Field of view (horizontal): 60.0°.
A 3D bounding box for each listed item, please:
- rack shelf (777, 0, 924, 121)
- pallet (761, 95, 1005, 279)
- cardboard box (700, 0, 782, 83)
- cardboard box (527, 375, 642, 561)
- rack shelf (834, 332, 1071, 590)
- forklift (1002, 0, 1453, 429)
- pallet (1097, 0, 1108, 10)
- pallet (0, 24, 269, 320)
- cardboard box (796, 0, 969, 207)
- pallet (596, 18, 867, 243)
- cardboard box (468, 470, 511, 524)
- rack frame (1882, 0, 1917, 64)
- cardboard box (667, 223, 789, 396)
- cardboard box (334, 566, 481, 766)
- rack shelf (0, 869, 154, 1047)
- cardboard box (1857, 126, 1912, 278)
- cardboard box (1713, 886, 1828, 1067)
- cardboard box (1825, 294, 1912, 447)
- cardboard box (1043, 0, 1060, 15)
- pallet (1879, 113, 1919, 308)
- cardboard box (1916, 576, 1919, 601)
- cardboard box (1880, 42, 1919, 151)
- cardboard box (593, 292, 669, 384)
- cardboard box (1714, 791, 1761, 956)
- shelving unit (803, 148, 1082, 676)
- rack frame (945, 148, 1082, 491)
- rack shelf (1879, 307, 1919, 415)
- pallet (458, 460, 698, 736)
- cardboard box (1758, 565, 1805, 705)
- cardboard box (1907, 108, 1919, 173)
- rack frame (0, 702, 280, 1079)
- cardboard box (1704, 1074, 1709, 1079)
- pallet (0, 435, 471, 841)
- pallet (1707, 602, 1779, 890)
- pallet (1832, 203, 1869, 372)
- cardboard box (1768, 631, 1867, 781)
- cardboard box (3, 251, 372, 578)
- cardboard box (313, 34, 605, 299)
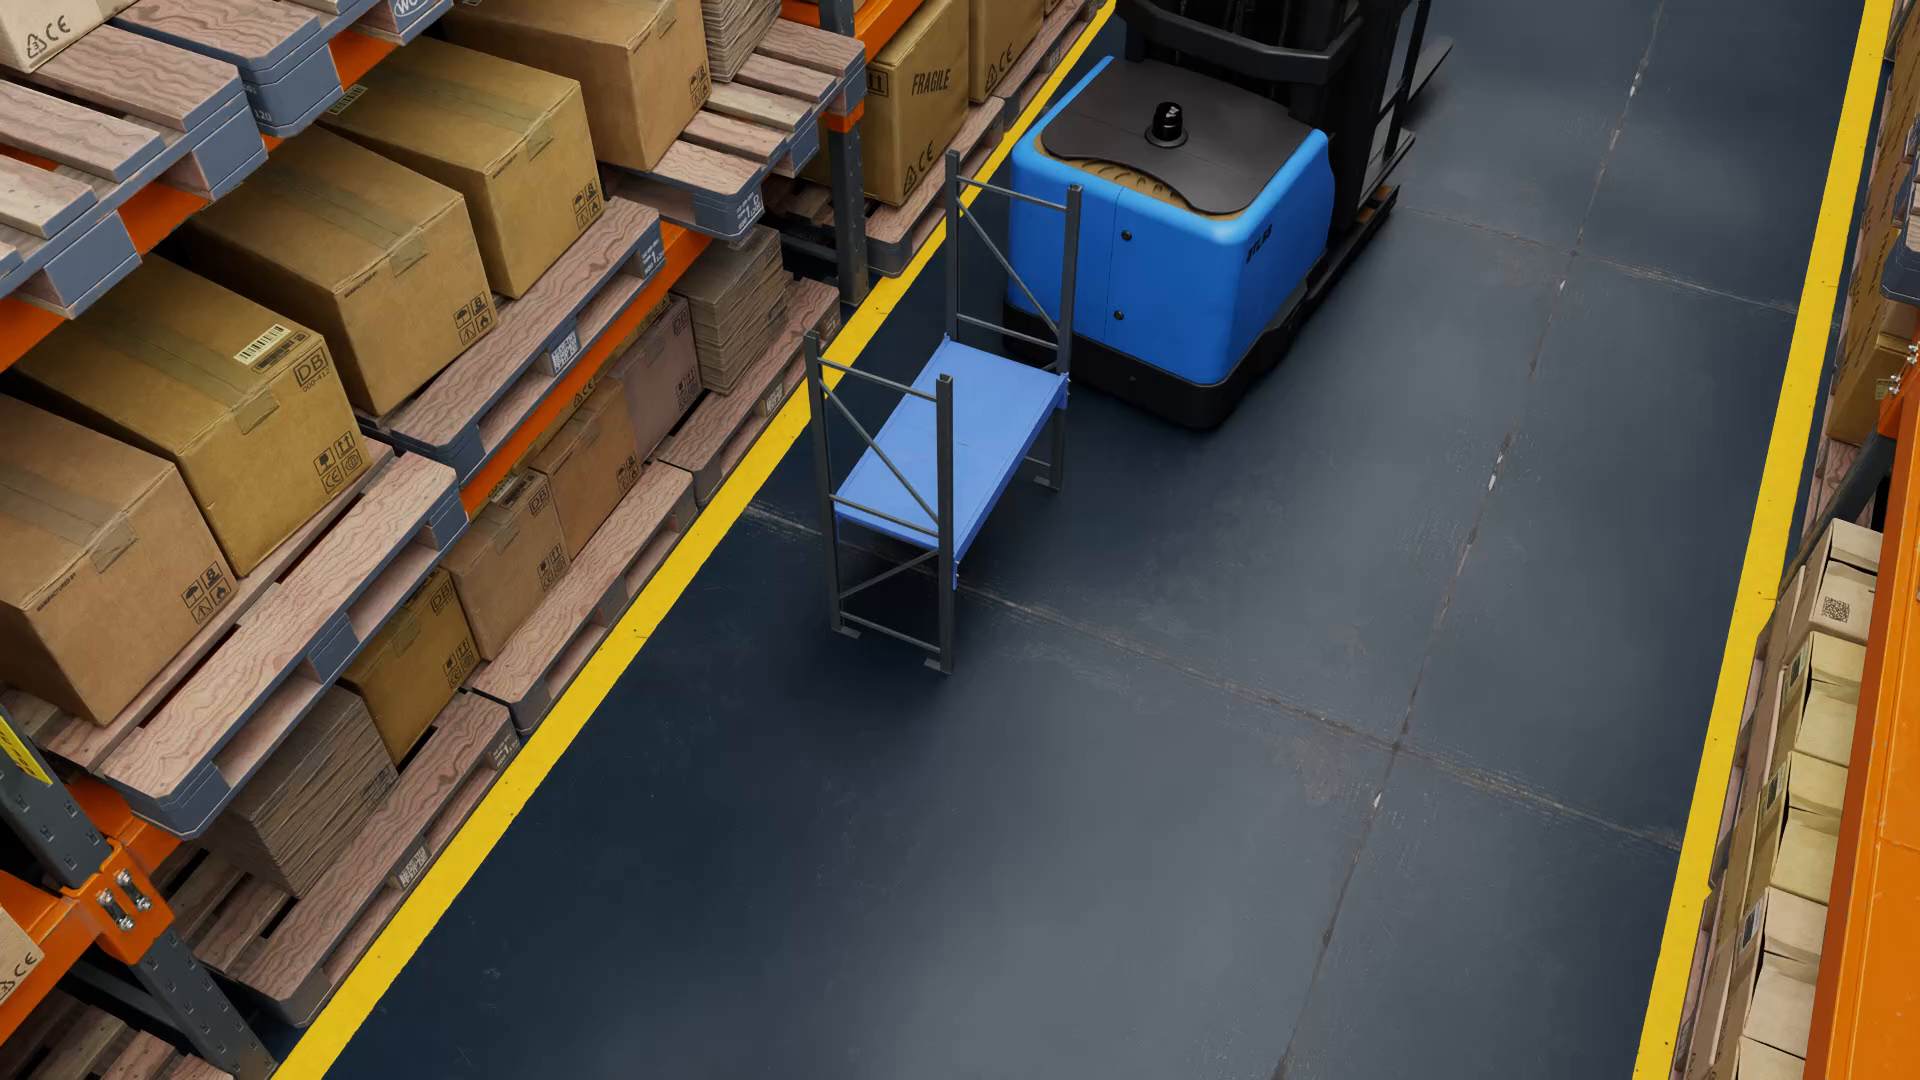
[{"bbox_3d":[-0.032,-3.356,7.924,1.077,0.370,4.000,20,52,16],"label":"rack shelf"},{"bbox_3d":[-0.482,-1.827,7.981,1.003,0.211,1.213,20,52,16],"label":"pallet"},{"bbox_3d":[-1.078,-2.060,5.994,0.700,0.500,0.500,14,51,12],"label":"cardboard box"},{"bbox_3d":[-1.659,-0.364,6.257,0.700,0.500,0.500,20,52,16],"label":"cardboard box"},{"bbox_3d":[-0.036,-0.311,6.081,0.538,0.185,1.000,20,52,16],"label":"rack shelf"},{"bbox_3d":[1.403,-2.517,6.782,1.130,2.935,3.031,26,54,21],"label":"forklift"},{"bbox_3d":[0.561,-3.507,9.411,1.003,0.211,1.213,20,52,16],"label":"pallet"},{"bbox_3d":[-2.235,-0.759,3.395,1.213,0.211,1.003,20,52,16],"label":"pallet"},{"bbox_3d":[-0.454,-2.115,7.531,0.750,0.750,0.750,19,52,16],"label":"cardboard box"},{"bbox_3d":[-1.095,-1.625,6.104,1.213,0.211,1.003,20,52,16],"label":"pallet"},{"bbox_3d":[-1.892,-0.209,5.634,0.500,0.250,0.500,18,52,15],"label":"cardboard box"},{"bbox_3d":[5.303,-3.357,7.452,1.000,3.000,0.127,20,52,16],"label":"rack frame"},{"bbox_3d":[-1.147,-1.032,6.826,0.700,0.500,0.500,20,53,17],"label":"cardboard box"},{"bbox_3d":[-2.121,0.325,5.671,0.700,0.500,0.500,19,52,15],"label":"cardboard box"},{"bbox_3d":[-3.450,2.153,3.236,1.077,0.370,4.000,20,52,16],"label":"rack shelf"},{"bbox_3d":[4.221,-1.375,7.118,0.500,0.500,0.500,18,52,15],"label":"cardboard box"},{"bbox_3d":[2.449,1.305,4.647,0.500,0.311,0.500,19,52,16],"label":"cardboard box"},{"bbox_3d":[3.781,-0.656,6.506,0.500,0.500,0.500,22,53,17],"label":"cardboard box"},{"bbox_3d":[0.285,-3.303,8.542,0.750,0.750,0.750,21,53,17],"label":"cardboard box"},{"bbox_3d":[3.820,-1.030,5.598,1.213,0.211,1.003,20,52,16],"label":"pallet"},{"bbox_3d":[3.037,-0.021,4.672,0.500,0.311,0.500,19,52,16],"label":"cardboard box"},{"bbox_3d":[4.658,-2.065,7.705,0.500,0.500,0.500,20,53,17],"label":"cardboard box"},{"bbox_3d":[-1.447,-0.903,6.224,0.500,0.250,0.500,21,53,17],"label":"cardboard box"},{"bbox_3d":[2.674,1.124,5.169,0.500,0.250,0.500,19,52,15],"label":"cardboard box"},{"bbox_3d":[-0.036,-0.427,5.944,0.538,1.500,1.048,20,52,16],"label":"shelving unit"},{"bbox_3d":[0.181,-0.777,6.242,0.500,1.500,0.032,20,52,16],"label":"rack frame"},{"bbox_3d":[4.448,-1.747,6.554,1.077,0.370,4.000,20,52,16],"label":"rack shelf"},{"bbox_3d":[-1.744,0.066,6.370,1.003,0.211,1.213,20,52,16],"label":"pallet"},{"bbox_3d":[3.105,0.417,5.770,0.500,0.250,0.500,20,52,16],"label":"cardboard box"},{"bbox_3d":[4.235,-1.645,6.855,0.500,0.250,0.500,19,52,15],"label":"cardboard box"},{"bbox_3d":[-2.595,0.542,4.134,1.000,3.000,0.127,20,52,16],"label":"rack frame"},{"bbox_3d":[2.236,1.826,4.571,0.500,0.250,0.500,21,53,17],"label":"cardboard box"},{"bbox_3d":[-2.137,0.126,4.615,1.003,0.211,1.213,20,52,16],"label":"pallet"},{"bbox_3d":[3.207,0.855,5.699,1.003,0.211,1.213,20,52,16],"label":"pallet"},{"bbox_3d":[4.470,-1.038,7.310,1.003,0.211,1.213,20,52,16],"label":"pallet"},{"bbox_3d":[2.888,0.600,5.247,0.500,0.311,0.500,19,52,15],"label":"cardboard box"},{"bbox_3d":[-2.102,-0.354,4.543,0.700,0.500,0.500,25,54,20],"label":"cardboard box"},{"bbox_3d":[-1.590,-1.195,5.258,0.700,0.500,0.500,20,52,16],"label":"cardboard box"}]
